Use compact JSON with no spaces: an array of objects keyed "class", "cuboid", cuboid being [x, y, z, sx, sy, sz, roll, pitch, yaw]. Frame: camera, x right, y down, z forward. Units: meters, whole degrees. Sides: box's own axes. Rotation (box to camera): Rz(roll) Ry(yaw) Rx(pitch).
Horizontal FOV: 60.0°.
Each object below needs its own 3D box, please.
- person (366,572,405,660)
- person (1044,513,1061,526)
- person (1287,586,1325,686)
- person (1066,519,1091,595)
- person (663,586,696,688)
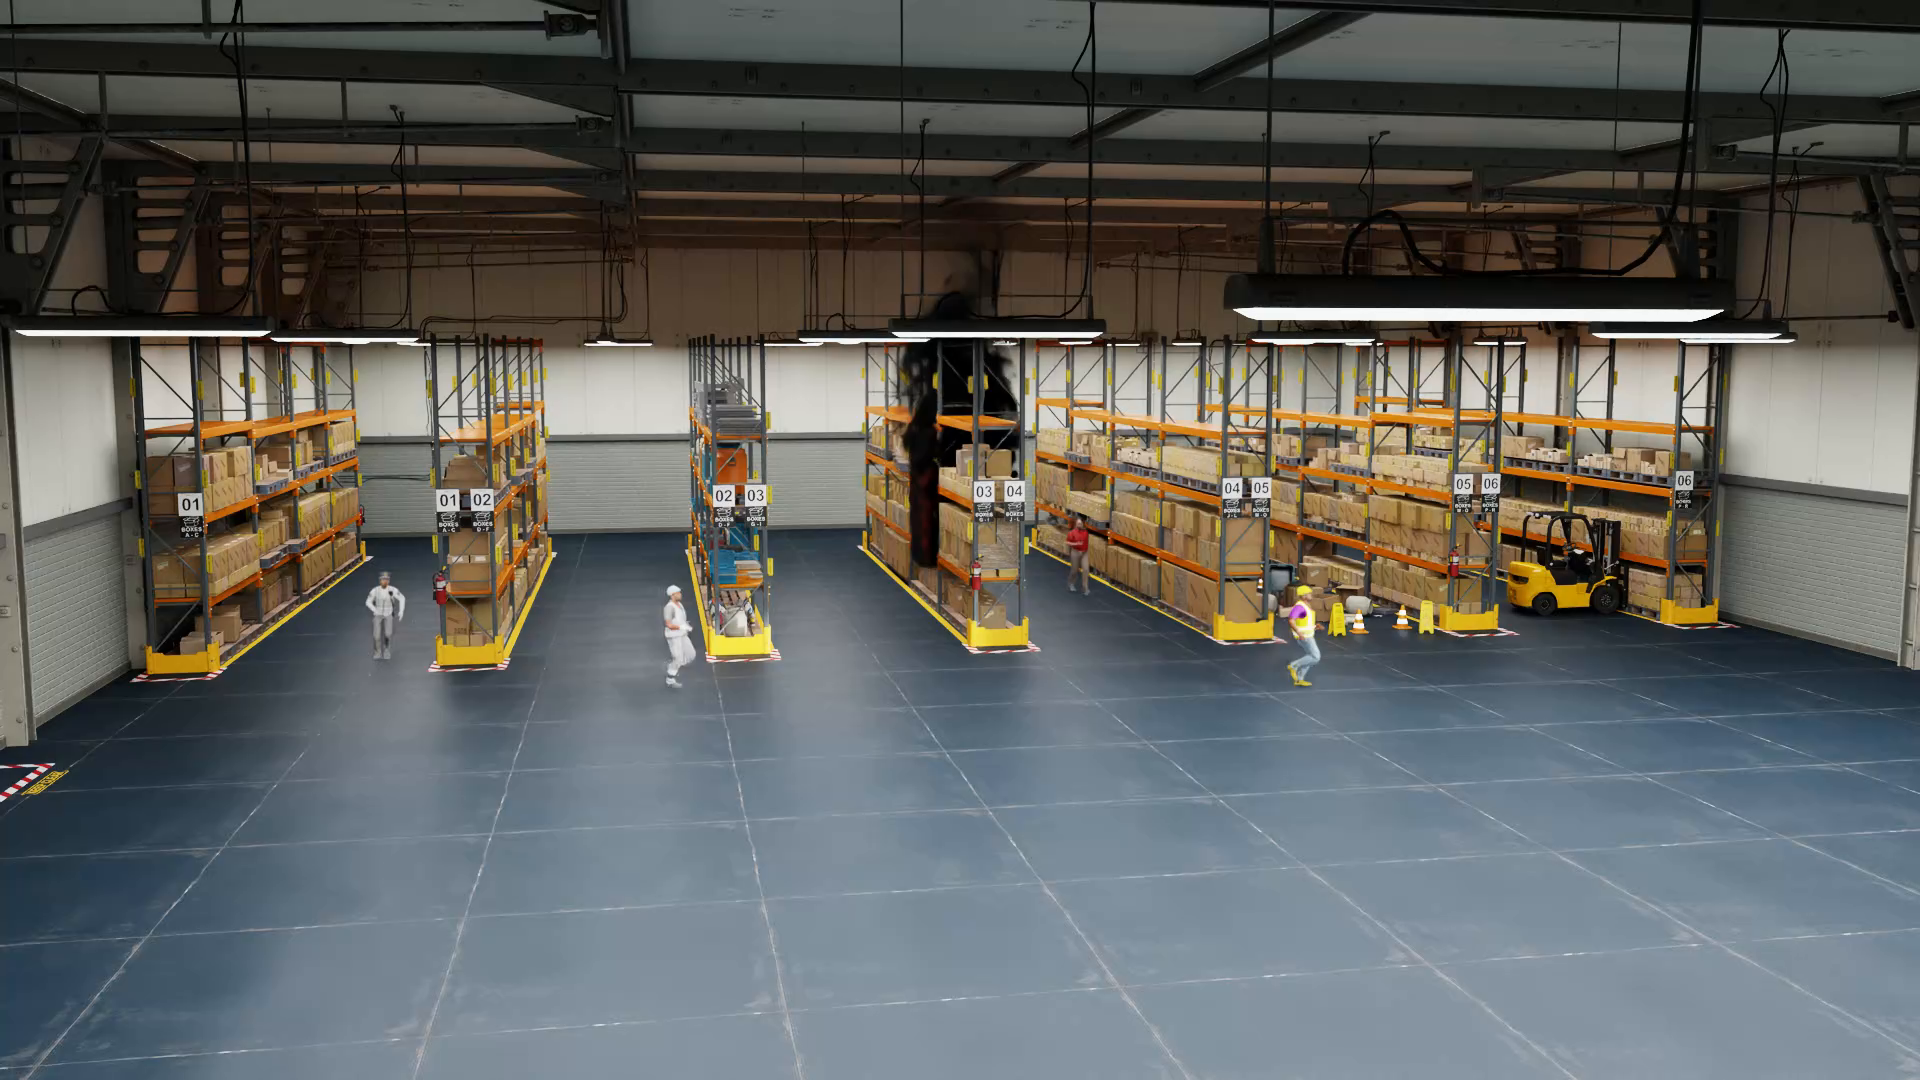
[{"class":"person","cuboid":[-10.570,1.399,30.596,0.674,1.642,0.590,-2,7,-16]},{"class":"person","cuboid":[2.795,-0.829,50.068,0.762,1.700,0.586,5,8,35]},{"class":"person","cuboid":[5.889,1.632,28.283,0.576,1.720,0.698,3,7,21]},{"class":"person","cuboid":[2.796,0.380,39.003,0.655,1.745,0.874,-2,7,-19]},{"class":"person","cuboid":[-4.746,1.635,28.130,0.577,1.744,0.649,2,7,15]}]
